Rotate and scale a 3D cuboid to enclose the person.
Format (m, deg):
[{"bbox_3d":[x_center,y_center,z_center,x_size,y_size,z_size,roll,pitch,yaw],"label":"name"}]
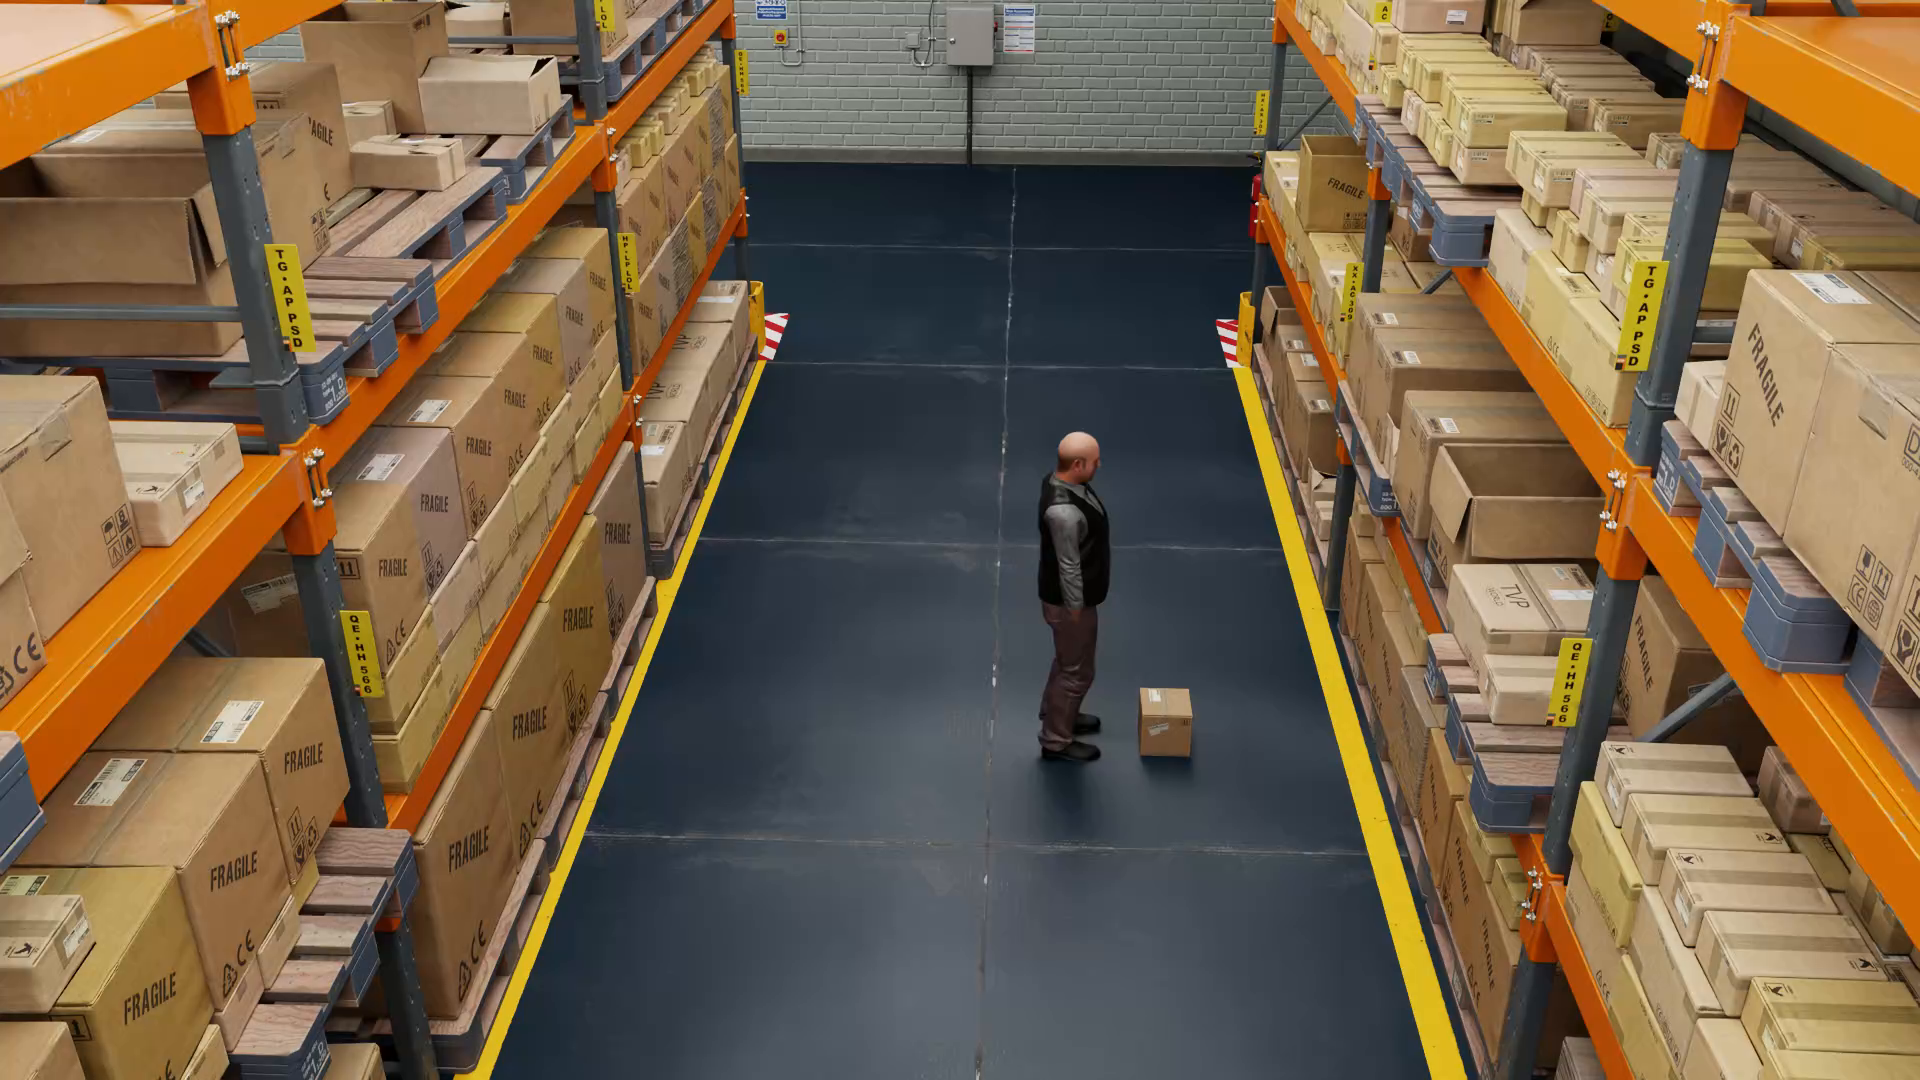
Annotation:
[{"bbox_3d":[0.552,0.264,8.166,0.357,1.719,0.533,2,28,3],"label":"person"}]
